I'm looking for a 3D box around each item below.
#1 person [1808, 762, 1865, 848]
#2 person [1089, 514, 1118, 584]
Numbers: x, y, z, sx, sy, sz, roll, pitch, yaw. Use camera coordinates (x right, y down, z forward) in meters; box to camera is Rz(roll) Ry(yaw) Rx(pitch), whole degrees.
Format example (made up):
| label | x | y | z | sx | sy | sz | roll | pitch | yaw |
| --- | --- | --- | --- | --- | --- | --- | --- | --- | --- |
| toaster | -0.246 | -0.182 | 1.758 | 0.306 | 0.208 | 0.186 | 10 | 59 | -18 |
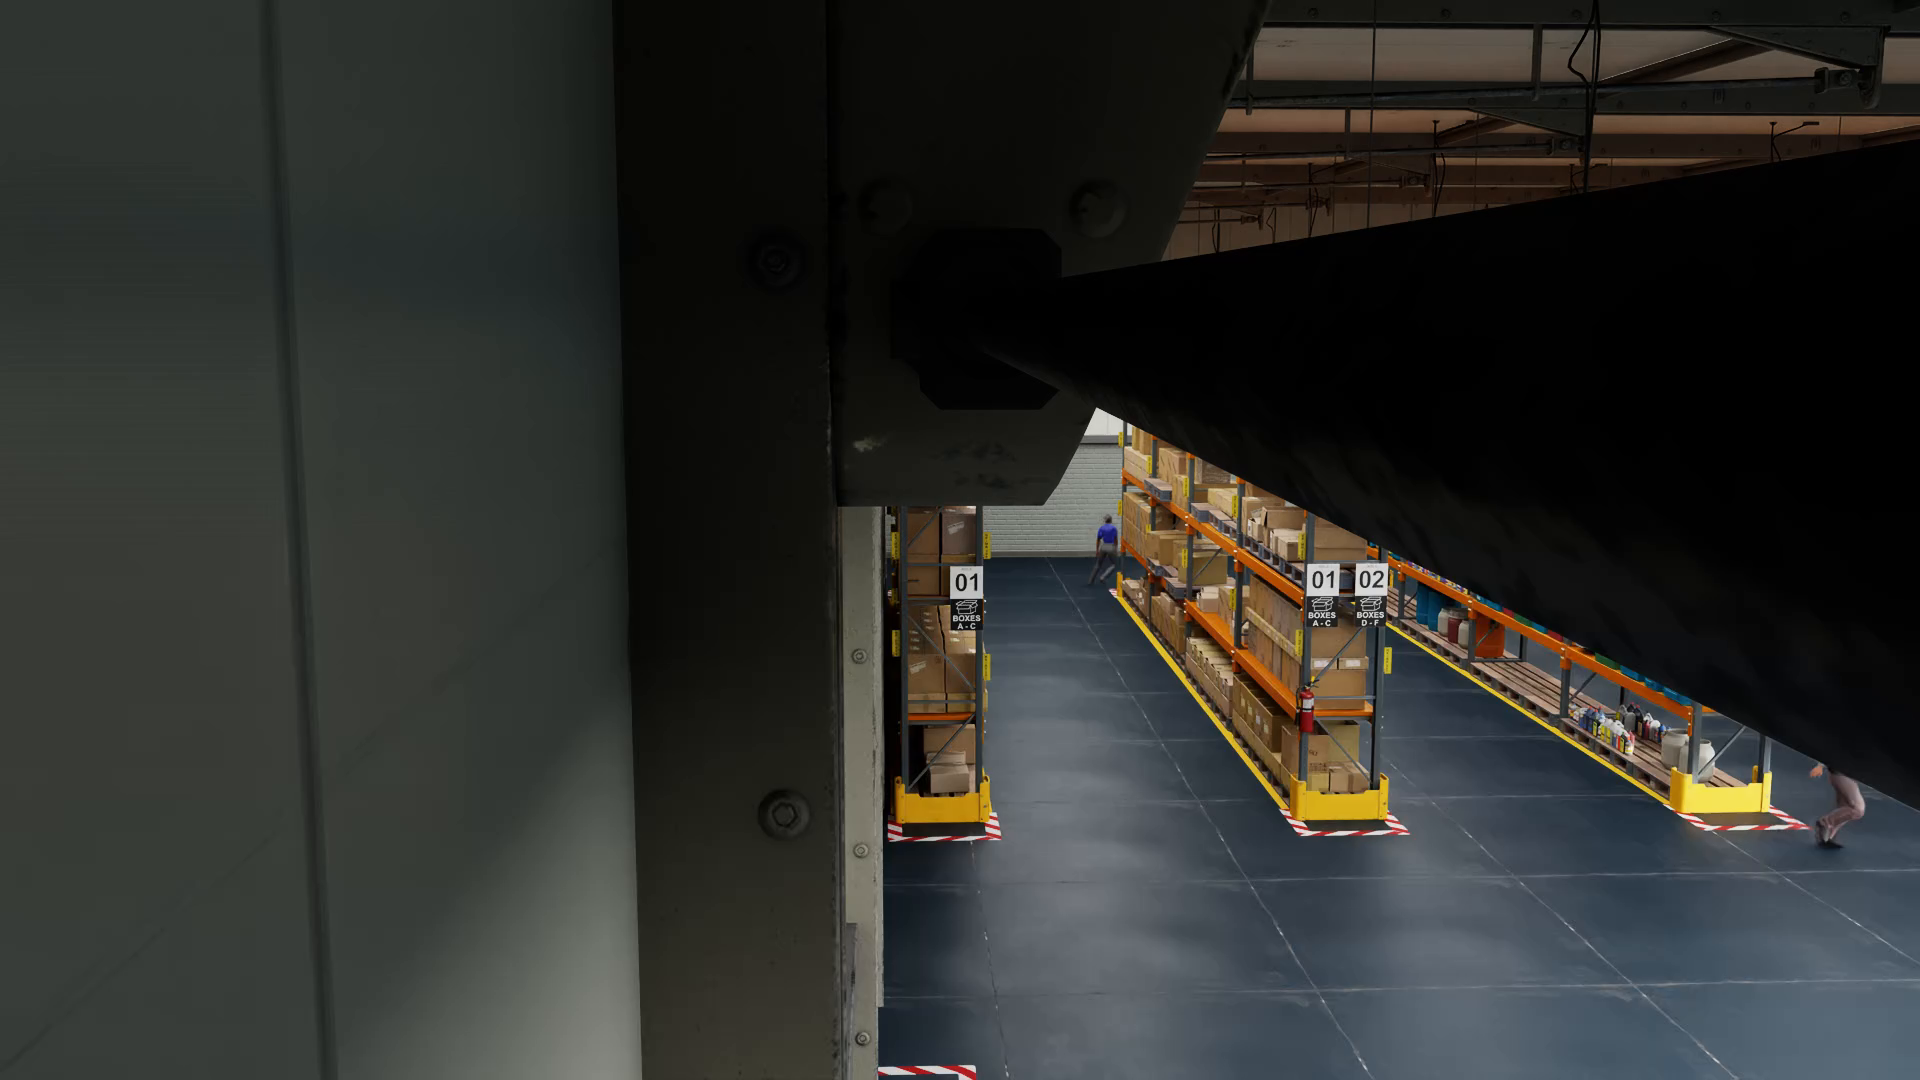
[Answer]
| label | x | y | z | sx | sy | sz | roll | pitch | yaw |
| --- | --- | --- | --- | --- | --- | --- | --- | --- | --- |
| person | 10.403 | 2.784 | 19.485 | 0.726 | 1.650 | 0.677 | 8 | 11 | 44 |
| person | 3.245 | 0.225 | 37.682 | 0.692 | 1.616 | 0.412 | 6 | 10 | 36 |
